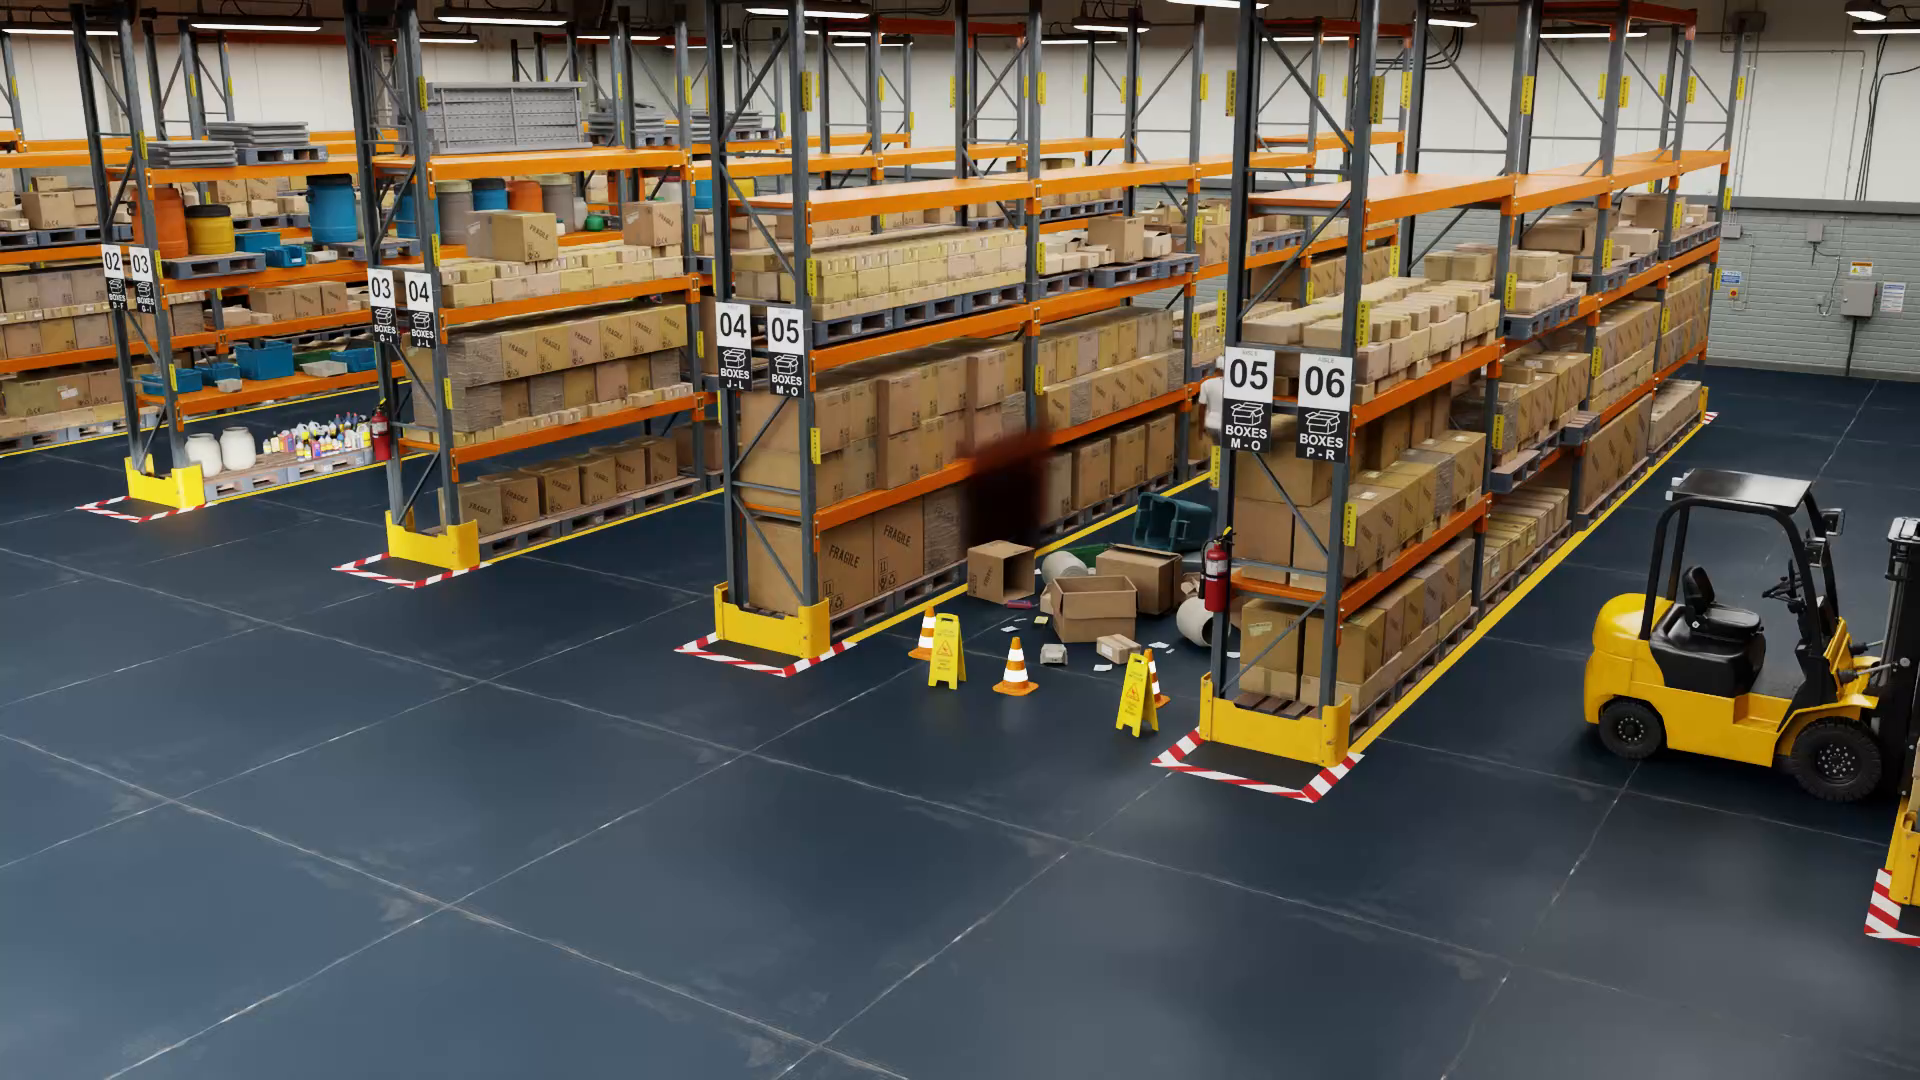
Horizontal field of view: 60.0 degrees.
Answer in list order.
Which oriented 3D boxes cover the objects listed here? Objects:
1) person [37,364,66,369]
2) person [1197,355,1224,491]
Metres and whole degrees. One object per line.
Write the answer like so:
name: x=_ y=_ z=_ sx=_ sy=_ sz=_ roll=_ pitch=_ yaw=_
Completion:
person: x=-14.313 y=-2.754 z=25.947 sx=0.528 sy=1.673 sz=0.978 roll=7 pitch=17 yaw=23
person: x=3.205 y=-1.428 z=20.304 sx=0.604 sy=1.655 sz=0.588 roll=12 pitch=20 yaw=37
